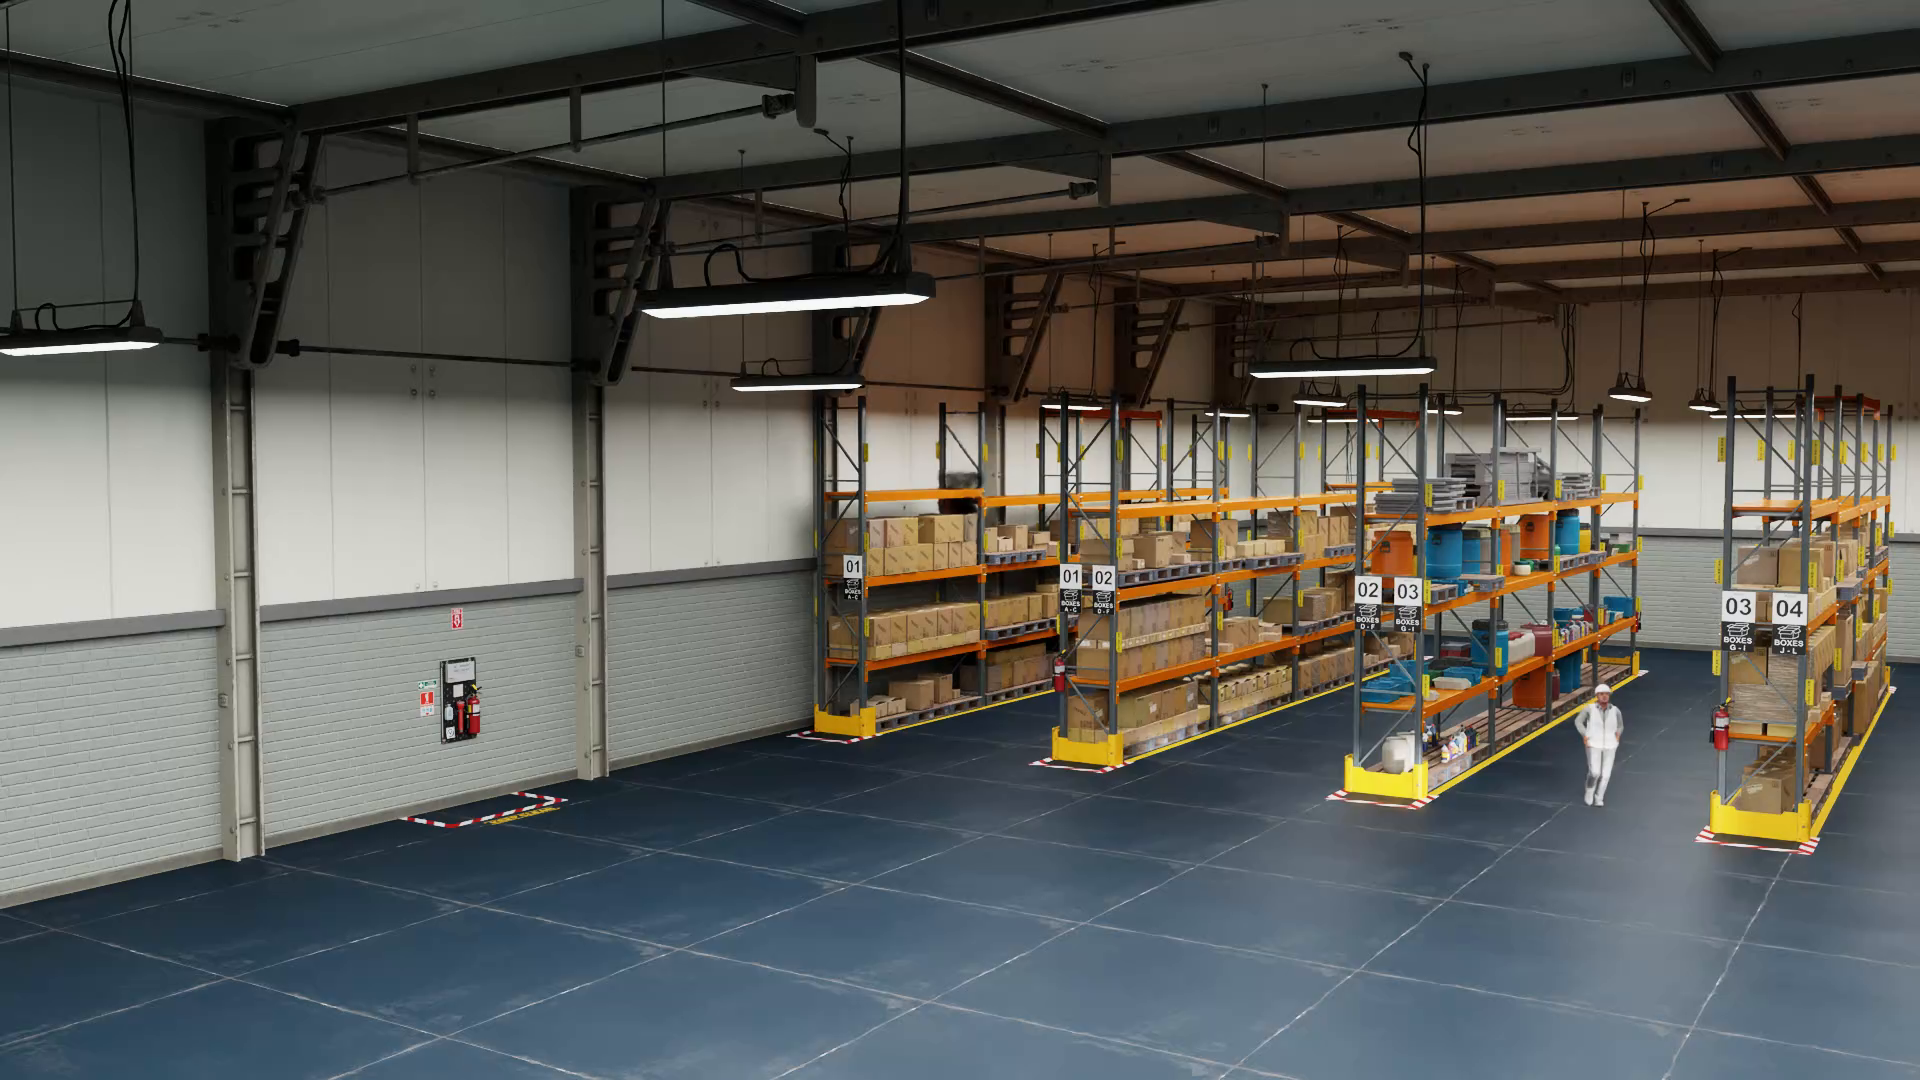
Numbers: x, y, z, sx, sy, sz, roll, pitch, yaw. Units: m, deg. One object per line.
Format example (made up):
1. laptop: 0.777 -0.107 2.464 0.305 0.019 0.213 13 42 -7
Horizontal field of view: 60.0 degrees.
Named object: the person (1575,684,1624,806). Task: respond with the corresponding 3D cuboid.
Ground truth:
1. person: 9.013 2.894 23.364 0.637 1.732 0.634 0 3 7
